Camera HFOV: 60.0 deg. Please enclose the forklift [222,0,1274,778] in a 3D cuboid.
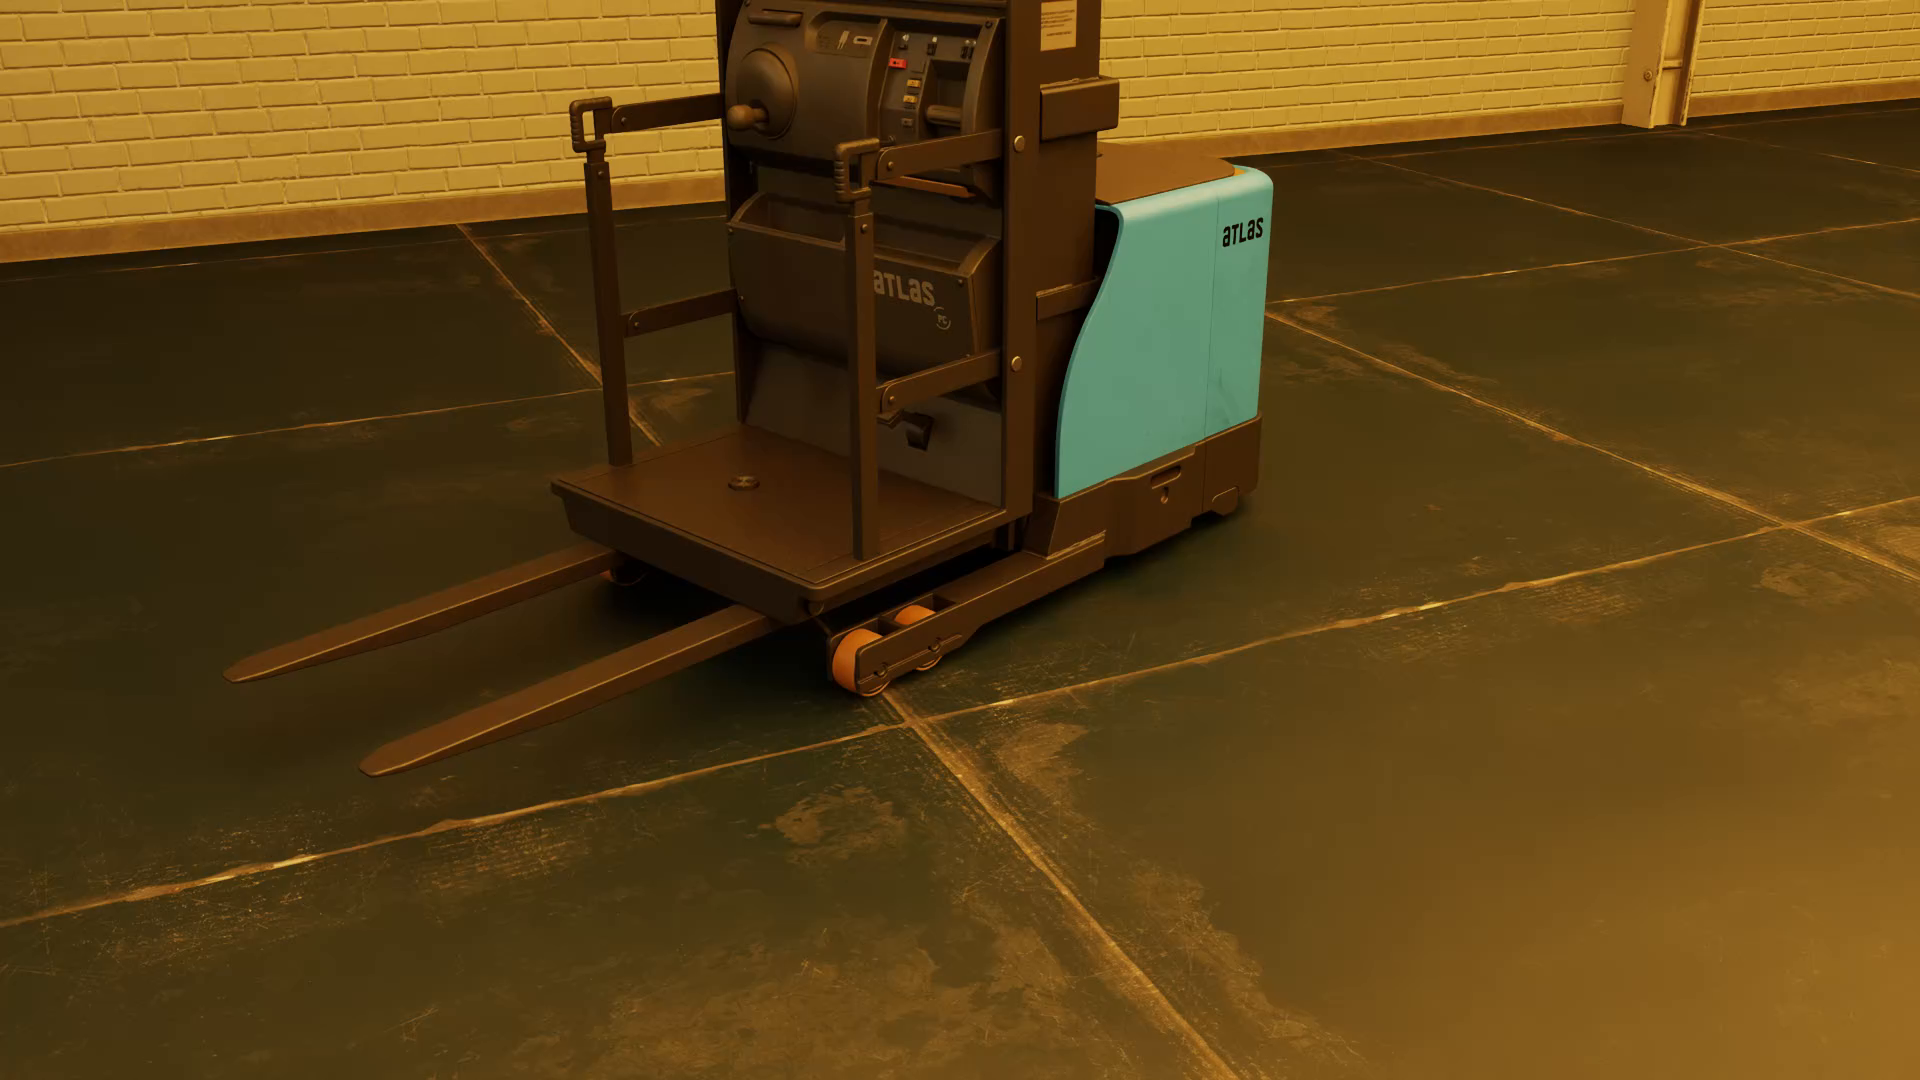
[{"bbox_3d":[-0.413,-1.182,4.131,1.130,2.935,3.031,19,29,39],"label":"forklift"}]
